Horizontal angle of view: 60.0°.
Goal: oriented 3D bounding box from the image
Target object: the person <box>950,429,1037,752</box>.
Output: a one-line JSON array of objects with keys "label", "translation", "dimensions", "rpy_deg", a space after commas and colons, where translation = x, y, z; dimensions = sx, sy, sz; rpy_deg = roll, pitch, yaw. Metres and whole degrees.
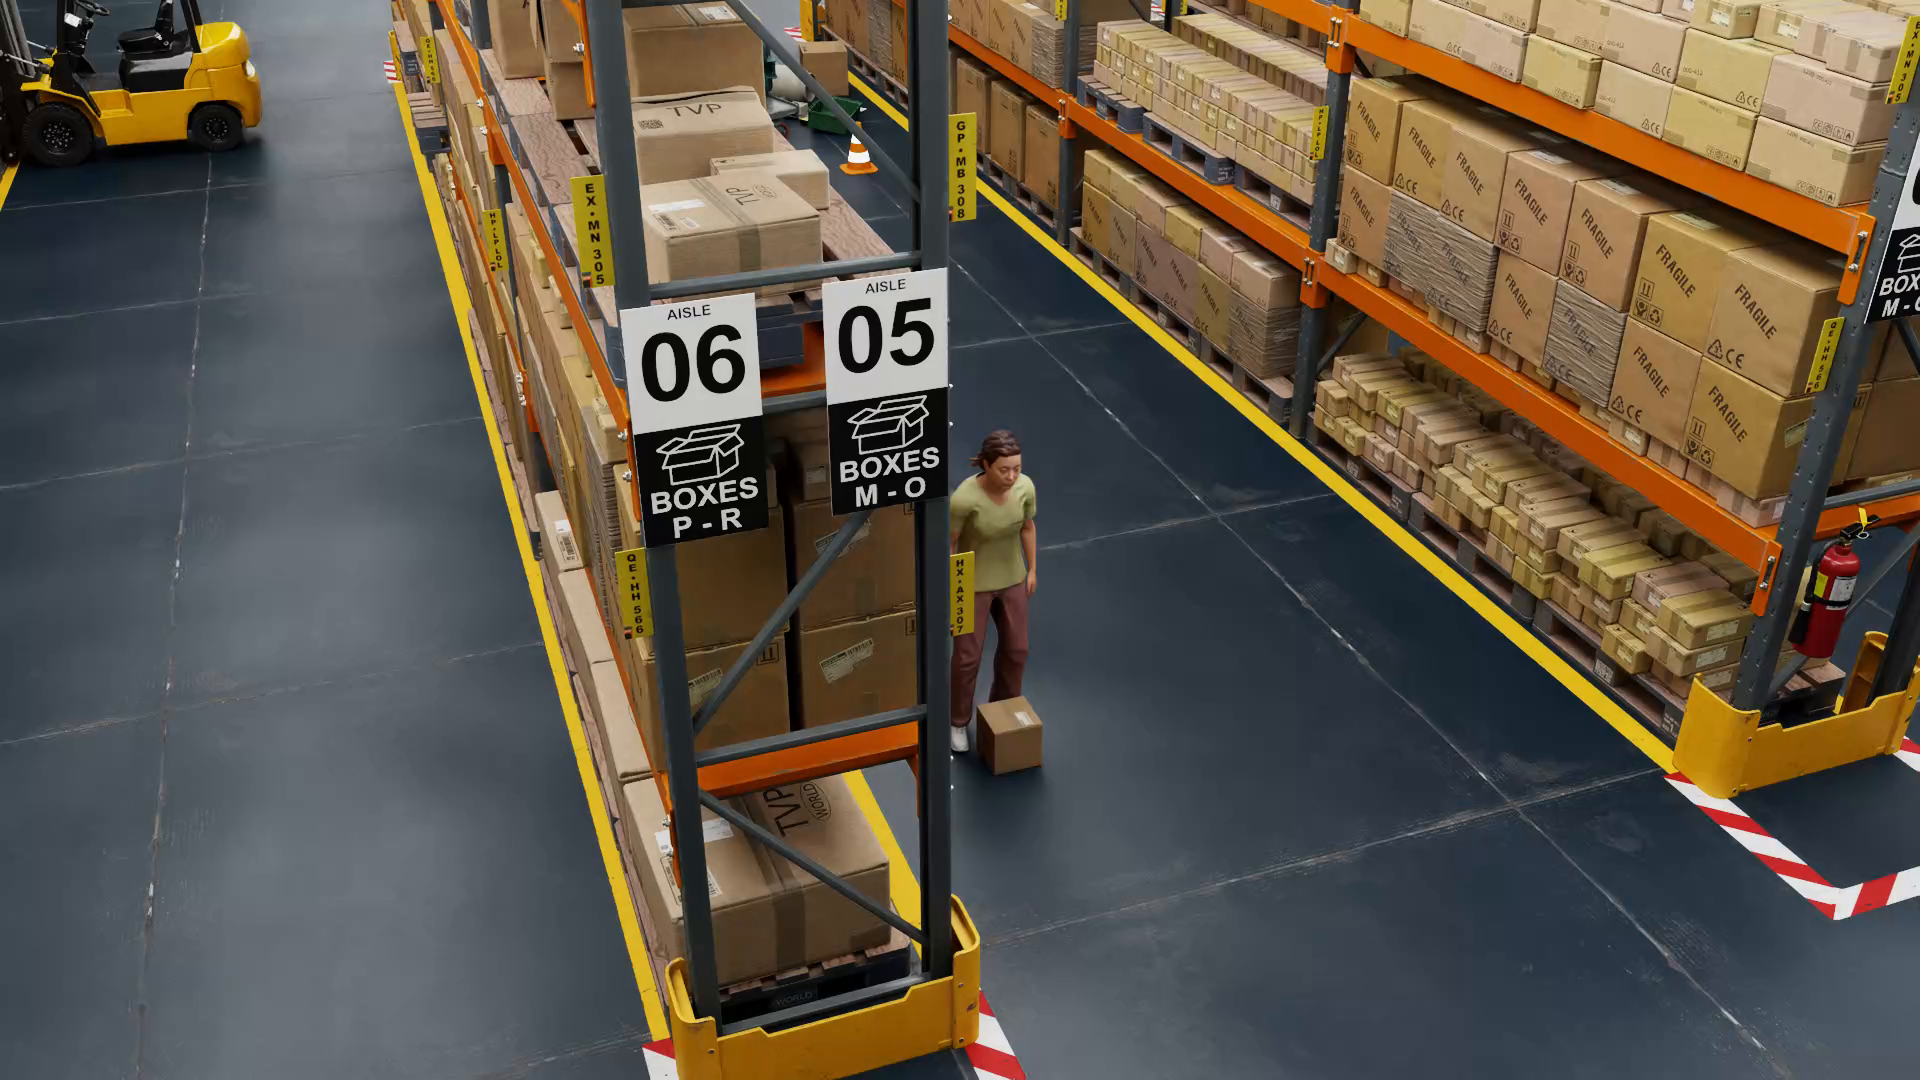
[{"label": "person", "translation": [0.152, 0.220, 7.960], "dimensions": [0.506, 1.671, 0.364], "rpy_deg": [-11, 32, -19]}]
